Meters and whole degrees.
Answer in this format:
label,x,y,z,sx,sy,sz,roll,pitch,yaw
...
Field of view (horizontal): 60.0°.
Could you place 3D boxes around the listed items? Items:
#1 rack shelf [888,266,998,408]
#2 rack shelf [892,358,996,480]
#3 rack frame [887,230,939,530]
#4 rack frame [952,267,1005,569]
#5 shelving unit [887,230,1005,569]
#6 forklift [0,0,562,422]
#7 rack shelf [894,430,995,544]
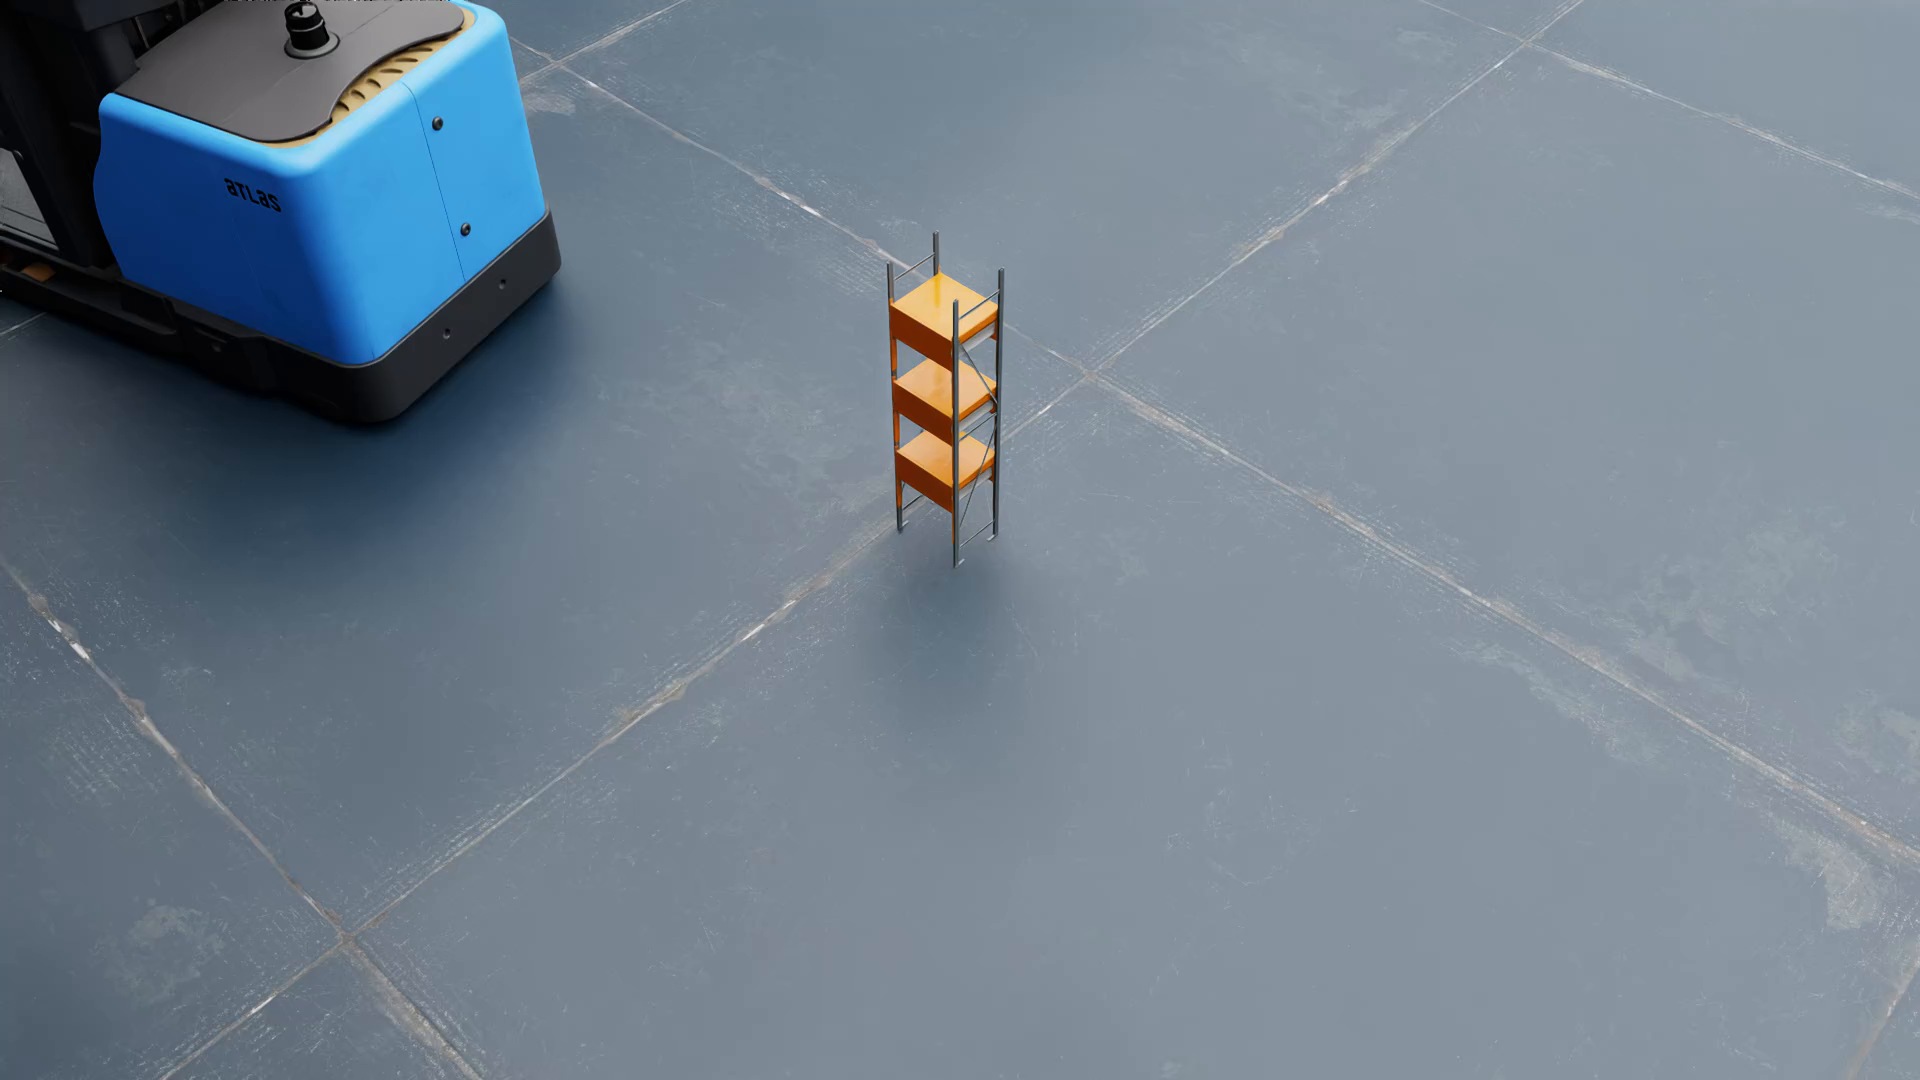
label,x,y,z,sx,sy,sz,roll,pitch,yaw
rack shelf,-0.039,-0.573,4.693,0.240,0.259,0.215,34,55,28
rack shelf,-0.039,-0.379,4.900,0.240,0.259,0.215,34,55,28
rack frame,-0.129,-0.446,4.949,0.008,1.050,0.200,34,55,28
rack frame,0.050,-0.325,4.835,0.008,1.050,0.200,34,55,28
shelving unit,-0.039,-0.386,4.892,0.252,1.050,0.215,34,55,28
forklift,-3.011,-2.164,5.271,3.031,2.935,1.130,21,50,18
rack shelf,-0.039,-0.188,5.102,0.240,0.259,0.215,34,55,28
